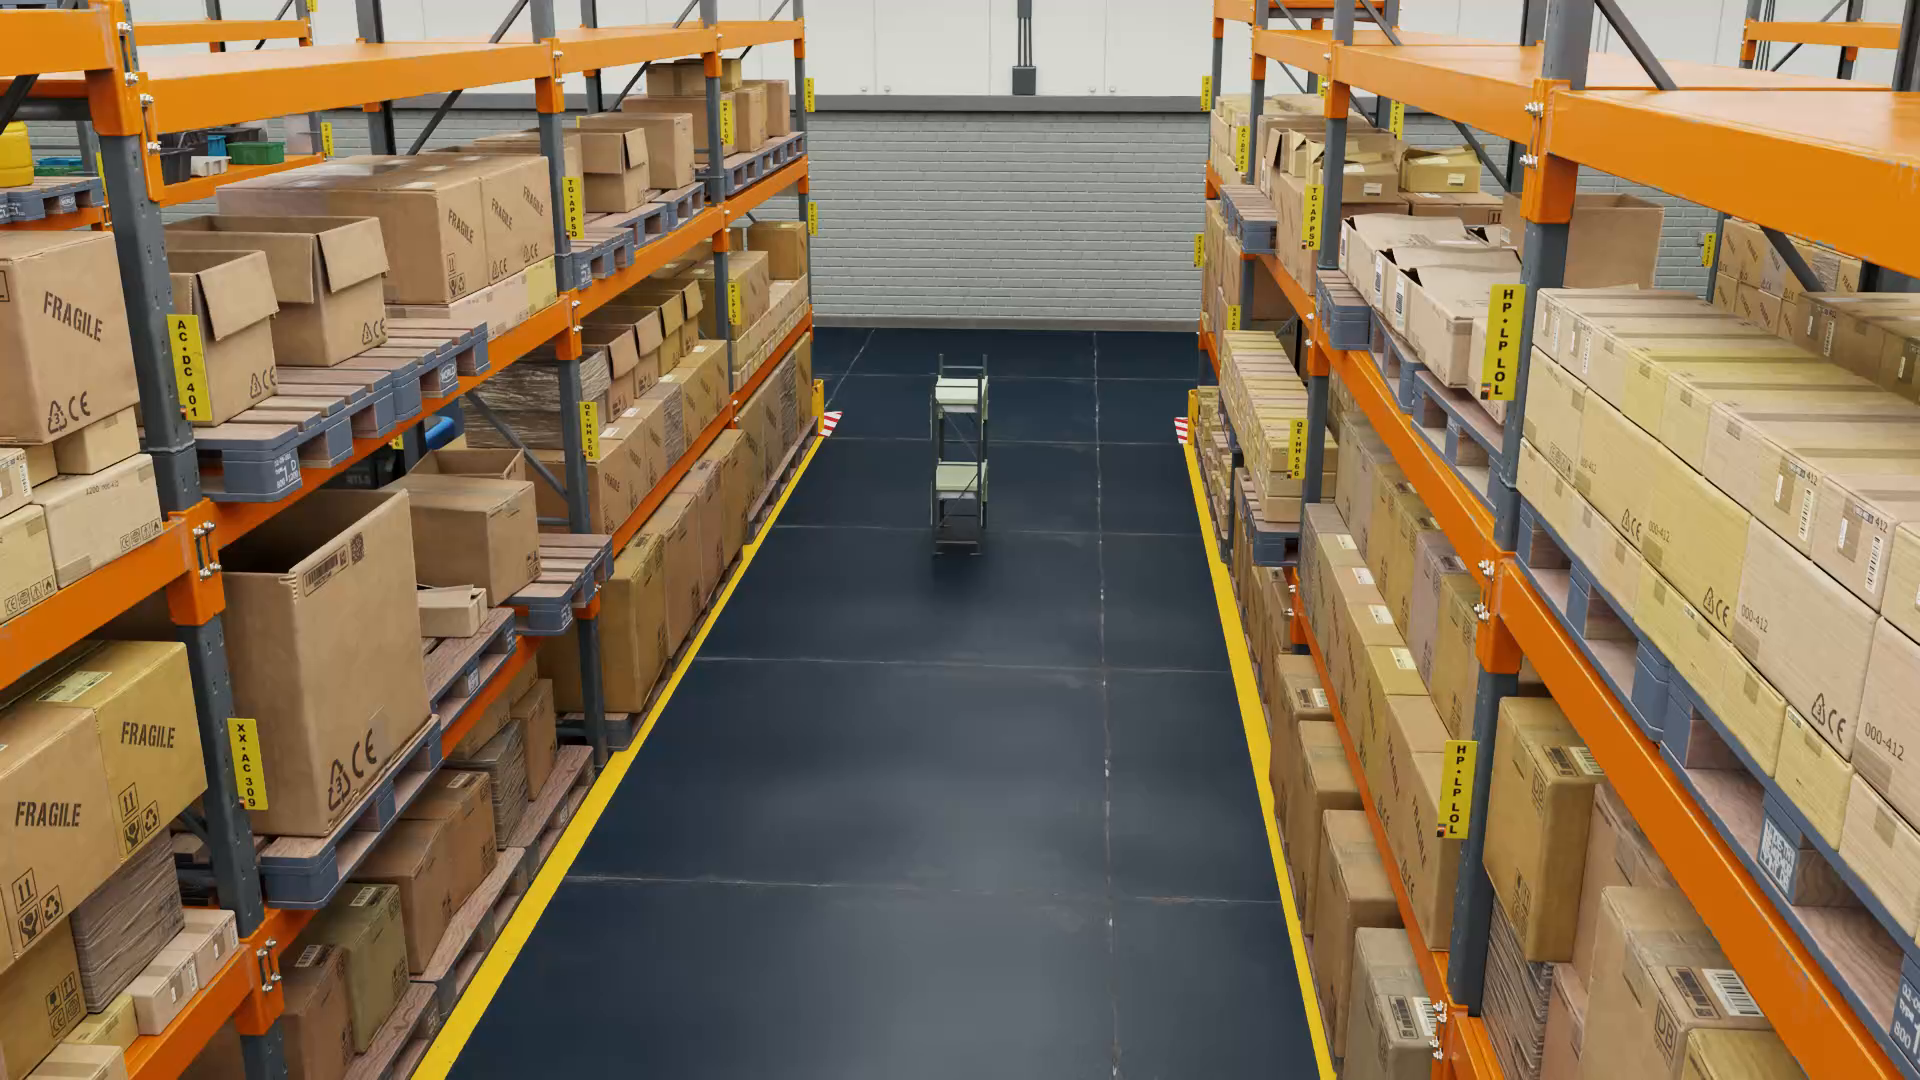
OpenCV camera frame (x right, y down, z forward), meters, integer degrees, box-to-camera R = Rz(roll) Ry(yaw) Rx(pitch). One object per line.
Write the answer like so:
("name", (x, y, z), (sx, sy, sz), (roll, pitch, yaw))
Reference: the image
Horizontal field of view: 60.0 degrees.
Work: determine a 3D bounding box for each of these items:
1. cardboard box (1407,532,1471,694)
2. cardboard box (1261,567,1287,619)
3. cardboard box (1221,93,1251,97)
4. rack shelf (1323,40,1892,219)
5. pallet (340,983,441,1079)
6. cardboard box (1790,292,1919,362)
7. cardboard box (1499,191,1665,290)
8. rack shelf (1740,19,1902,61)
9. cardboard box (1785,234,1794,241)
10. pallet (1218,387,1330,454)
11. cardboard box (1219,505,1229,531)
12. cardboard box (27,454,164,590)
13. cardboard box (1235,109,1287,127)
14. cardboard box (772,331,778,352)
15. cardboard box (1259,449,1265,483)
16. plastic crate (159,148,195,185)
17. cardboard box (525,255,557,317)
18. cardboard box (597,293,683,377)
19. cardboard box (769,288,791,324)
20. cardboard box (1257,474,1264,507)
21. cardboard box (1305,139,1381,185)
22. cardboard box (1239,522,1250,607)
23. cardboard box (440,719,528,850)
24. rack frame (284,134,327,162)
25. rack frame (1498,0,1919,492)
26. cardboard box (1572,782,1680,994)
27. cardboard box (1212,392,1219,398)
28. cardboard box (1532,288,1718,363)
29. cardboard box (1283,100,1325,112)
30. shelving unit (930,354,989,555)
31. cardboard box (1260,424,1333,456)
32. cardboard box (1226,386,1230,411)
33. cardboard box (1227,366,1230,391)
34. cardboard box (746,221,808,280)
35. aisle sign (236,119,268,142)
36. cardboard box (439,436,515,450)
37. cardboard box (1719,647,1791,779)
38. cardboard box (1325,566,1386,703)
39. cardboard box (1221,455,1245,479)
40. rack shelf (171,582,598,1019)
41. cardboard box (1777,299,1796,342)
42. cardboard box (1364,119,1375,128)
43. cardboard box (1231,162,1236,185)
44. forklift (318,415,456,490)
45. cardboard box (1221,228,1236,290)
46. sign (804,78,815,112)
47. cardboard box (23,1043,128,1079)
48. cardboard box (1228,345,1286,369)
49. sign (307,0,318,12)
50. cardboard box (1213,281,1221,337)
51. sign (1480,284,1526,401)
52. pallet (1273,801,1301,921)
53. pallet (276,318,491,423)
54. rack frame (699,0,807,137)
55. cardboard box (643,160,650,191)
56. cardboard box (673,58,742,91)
("cardboard box", (2.156, 0.288, 6.461), (0.700, 0.500, 0.500), (1, 18, 4))
("cardboard box", (2.154, 0.296, 10.338), (0.500, 0.250, 0.500), (2, 18, 5))
("cardboard box", (2.664, -4.131, 15.693), (0.380, 0.149, 0.250), (1, 18, 3))
("rack shelf", (2.198, -1.659, 6.330), (1.077, 0.370, 4.000), (1, 18, 4))
("pallet", (-2.831, 2.223, 6.800), (1.003, 0.211, 1.213), (1, 18, 4))
("cardboard box", (2.346, -0.530, 4.193), (0.380, 0.149, 0.250), (1, 18, 3))
("cardboard box", (2.496, -1.135, 6.756), (0.500, 0.500, 0.500), (1, 18, 4))
("rack shelf", (7.716, -4.064, 13.672), (1.077, 0.370, 4.000), (1, 18, 4))
("cardboard box", (7.450, -2.690, 14.509), (0.380, 0.149, 0.250), (1, 18, 4))
("pallet", (2.428, -0.878, 12.093), (1.003, 0.211, 1.213), (1, 18, 4))
("cardboard box", (2.316, -0.177, 13.551), (0.380, 0.149, 0.250), (2, 18, 5))
("cardboard box", (-2.658, -0.067, 4.735), (0.500, 0.250, 0.500), (2, 18, 6))
("cardboard box", (2.445, -3.411, 13.497), (0.380, 0.149, 0.250), (1, 18, 2))
("cardboard box", (-1.849, -1.794, 14.985), (0.380, 0.149, 0.250), (1, 18, 2))
("cardboard box", (1.940, -0.429, 9.666), (0.380, 0.149, 0.250), (2, 18, 6))
("plastic crate", (-6.890, -3.199, 14.260), (0.497, 0.269, 0.590), (1, 18, 4))
("cardboard box", (-2.388, -1.304, 8.509), (0.500, 0.250, 0.500), (1, 18, 4))
("cardboard box", (-2.410, -1.458, 11.783), (0.797, 0.503, 0.637), (1, 18, 5))
("cardboard box", (-1.868, -2.186, 15.539), (0.500, 0.250, 0.500), (1, 18, 2))
("cardboard box", (1.938, -0.281, 9.694), (0.380, 0.149, 0.250), (1, 18, 4))
("cardboard box", (2.133, -2.088, 9.272), (0.396, 0.266, 0.258), (1, 18, 4))
("cardboard box", (2.274, 0.173, 11.917), (0.500, 0.500, 0.500), (2, 18, 6))
("cardboard box", (-2.654, 1.257, 8.577), (0.700, 0.500, 0.500), (0, 18, -1))
("rack frame", (-6.965, -2.698, 17.340), (1.000, 3.000, 0.127), (1, 18, 4))
("rack frame", (2.055, -1.569, 4.260), (1.000, 3.000, 0.127), (1, 18, 4))
("cardboard box", (2.070, 0.984, 4.126), (0.875, 0.550, 0.550), (1, 18, 4))
("cardboard box", (2.639, -1.329, 16.112), (0.380, 0.149, 0.250), (2, 18, 5))
("cardboard box", (1.689, -0.545, 4.240), (0.380, 0.149, 0.250), (1, 18, 4))
("cardboard box", (3.062, -3.801, 14.686), (0.380, 0.149, 0.250), (1, 18, 3))
("shelving unit", (0.000, -0.711, 13.683), (0.431, 1.500, 0.755), (1, 18, 4))
("cardboard box", (1.940, -0.564, 9.601), (0.380, 0.149, 0.250), (1, 18, 3))
("cardboard box", (2.105, -1.007, 11.909), (0.380, 0.149, 0.250), (1, 18, 4))
("cardboard box", (2.106, -1.152, 11.872), (0.380, 0.149, 0.250), (2, 18, 5))
("cardboard box", (-1.798, -2.857, 16.383), (0.500, 0.500, 0.500), (2, 18, 5))
("aisle sign", (-7.256, -3.962, 17.023), (0.394, 0.787, 0.004), (1, 18, 4))
("cardboard box", (-2.810, -0.309, 9.889), (0.500, 0.500, 0.500), (2, 18, 6))
("cardboard box", (1.581, 0.306, 2.922), (0.380, 0.149, 0.250), (2, 18, 5))
("cardboard box", (1.970, 0.440, 7.603), (0.500, 0.500, 0.500), (1, 18, 4))
("cardboard box", (2.384, -0.605, 13.899), (0.380, 0.149, 0.250), (1, 18, 3))
("rack shelf", (-2.742, 0.860, 7.636), (1.077, 0.370, 4.000), (1, 18, 4))
("cardboard box", (7.456, -1.800, 14.438), (0.500, 0.500, 0.500), (2, 18, 6))
("cardboard box", (2.891, -3.069, 12.453), (0.380, 0.149, 0.250), (1, 18, 3))
("cardboard box", (2.441, -2.870, 13.290), (0.500, 0.250, 0.500), (1, 18, 4))
("forklift", (-4.683, -0.934, 12.068), (1.130, 2.935, 3.031), (1, 18, 2))
("cardboard box", (2.475, -2.338, 13.998), (0.500, 0.500, 0.500), (2, 18, 5))
("sign", (-1.485, -4.380, 16.360), (0.100, 0.325, 0.005), (1, 18, 4))
("cardboard box", (-2.620, 1.566, 4.730), (0.380, 0.149, 0.250), (1, 18, 4))
("cardboard box", (2.106, -1.288, 11.809), (0.380, 0.149, 0.250), (1, 18, 4))
("sign", (-6.415, -5.388, 16.434), (0.100, 0.325, 0.005), (1, 18, 4))
("cardboard box", (2.516, -2.024, 14.644), (0.500, 0.500, 0.500), (1, 18, 2))
("sign", (1.513, -0.548, 4.626), (0.100, 0.325, 0.005), (1, 18, 4))
("pallet", (2.210, 1.608, 8.678), (1.003, 0.211, 1.213), (1, 18, 4))
("pallet", (-2.664, -0.708, 6.752), (1.213, 0.211, 1.003), (1, 18, 4))
("rack frame", (-2.025, -5.438, 16.068), (1.000, 3.000, 0.127), (1, 18, 4))
("cardboard box", (-2.480, -2.589, 11.659), (0.500, 0.311, 0.500), (1, 18, 2))
("cardboard box", (-2.180, -4.037, 14.408), (0.500, 0.250, 0.500), (1, 18, 2))
